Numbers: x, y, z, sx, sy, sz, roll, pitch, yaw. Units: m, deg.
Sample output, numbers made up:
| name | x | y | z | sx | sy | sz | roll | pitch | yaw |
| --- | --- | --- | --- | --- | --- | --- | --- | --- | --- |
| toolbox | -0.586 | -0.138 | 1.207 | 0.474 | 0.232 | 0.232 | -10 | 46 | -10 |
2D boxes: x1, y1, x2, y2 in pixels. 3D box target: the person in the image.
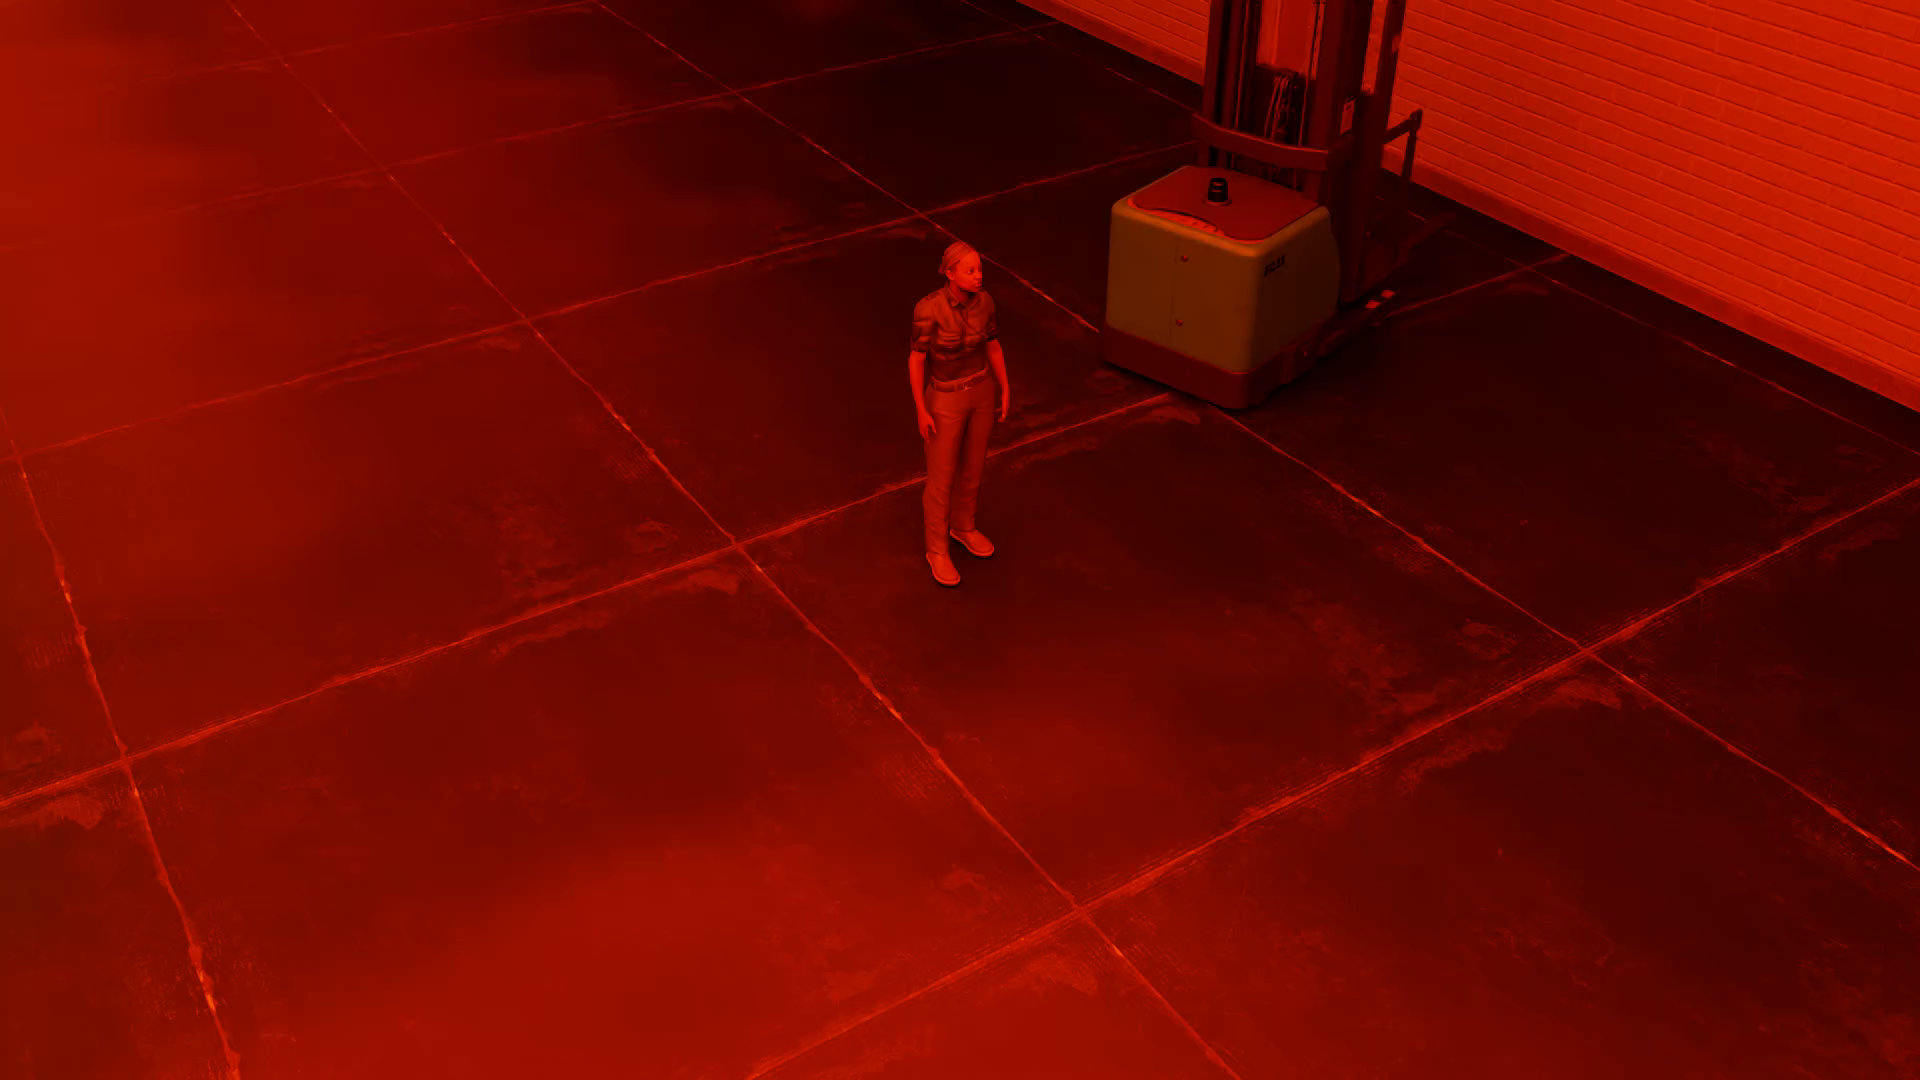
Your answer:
| name | x | y | z | sx | sy | sz | roll | pitch | yaw |
| --- | --- | --- | --- | --- | --- | --- | --- | --- | --- |
| person | 0.031 | -0.634 | 8.149 | 0.570 | 1.654 | 0.504 | -21 | 40 | -27 |

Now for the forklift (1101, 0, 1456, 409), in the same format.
| name | x | y | z | sx | sy | sz | roll | pitch | yaw |
| --- | --- | --- | --- | --- | --- | --- | --- | --- | --- |
| forklift | 2.199 | -2.731 | 10.034 | 1.130 | 2.935 | 3.031 | 26 | 43 | 32 |
